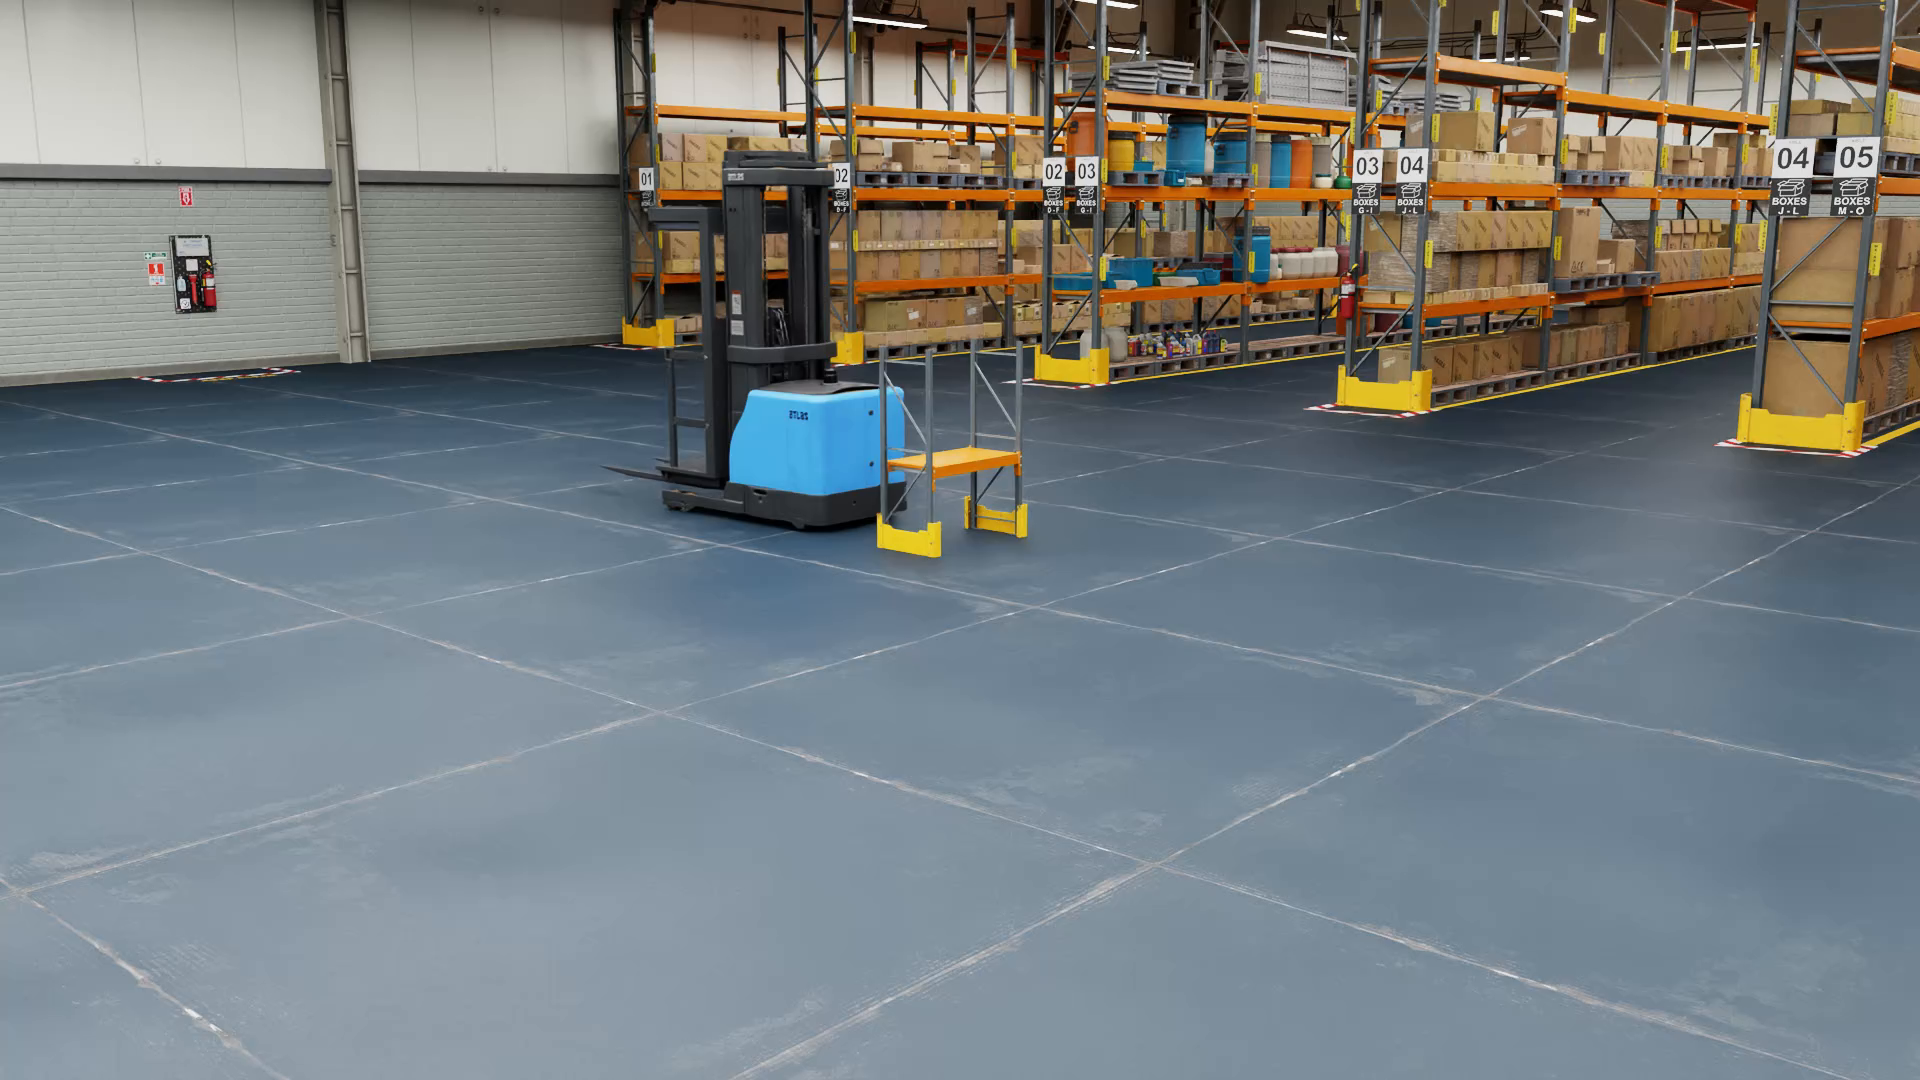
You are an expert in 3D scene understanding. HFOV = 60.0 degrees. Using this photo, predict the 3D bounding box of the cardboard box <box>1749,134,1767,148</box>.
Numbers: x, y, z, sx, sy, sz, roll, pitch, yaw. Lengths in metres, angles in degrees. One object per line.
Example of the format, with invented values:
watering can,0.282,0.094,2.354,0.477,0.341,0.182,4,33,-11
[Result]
cardboard box,14.562,-7.355,30.724,0.500,0.250,0.500,9,15,39

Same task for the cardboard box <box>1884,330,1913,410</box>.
cardboard box,10.581,-2.034,19.591,0.875,0.875,0.875,10,15,41

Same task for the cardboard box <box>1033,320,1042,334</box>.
cardboard box,1.334,-3.984,30.950,0.500,0.250,0.500,10,15,42

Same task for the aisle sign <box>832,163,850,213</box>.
aisle sign,-1.911,-5.662,26.761,0.394,0.787,0.004,10,15,40

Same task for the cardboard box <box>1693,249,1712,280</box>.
cardboard box,12.487,-4.715,28.406,0.500,0.500,0.500,10,15,40

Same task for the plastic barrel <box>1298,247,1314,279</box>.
plastic barrel,5.827,-4.734,28.409,0.433,0.535,0.433,0,11,0

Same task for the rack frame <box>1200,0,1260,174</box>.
rack frame,4.261,-7.325,26.412,1.000,3.000,0.127,10,15,40

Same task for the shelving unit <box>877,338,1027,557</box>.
shelving unit,-0.050,-0.724,12.508,0.587,1.500,1.083,10,15,40

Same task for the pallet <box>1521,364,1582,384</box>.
pallet,8.495,-2.490,24.641,1.003,0.211,1.213,10,15,40

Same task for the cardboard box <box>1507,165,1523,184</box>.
cardboard box,7.192,-4.889,22.253,0.500,0.250,0.500,10,15,40

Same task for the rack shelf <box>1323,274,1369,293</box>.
rack shelf,8.222,-4.914,31.490,1.077,0.370,4.000,10,15,40

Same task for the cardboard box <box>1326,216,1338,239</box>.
cardboard box,8.377,-7.228,38.435,0.500,0.500,0.500,10,15,40

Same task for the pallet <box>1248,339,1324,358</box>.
pallet,5.556,-3.317,28.779,1.003,0.211,1.213,10,15,40

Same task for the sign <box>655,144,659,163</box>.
sign,-5.413,-6.905,29.736,0.100,0.325,0.005,10,15,40

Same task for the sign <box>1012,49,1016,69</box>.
sign,0.944,-8.427,29.137,0.100,0.325,0.005,10,15,40

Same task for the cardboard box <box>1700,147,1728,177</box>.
cardboard box,12.887,-6.559,28.908,0.700,0.500,0.500,10,15,42

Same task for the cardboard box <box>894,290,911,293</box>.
cardboard box,-1.400,-5.422,35.544,0.500,0.250,0.500,10,15,41

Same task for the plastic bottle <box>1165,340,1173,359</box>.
plastic bottle,3.215,-2.936,25.565,0.061,0.283,0.133,10,15,41

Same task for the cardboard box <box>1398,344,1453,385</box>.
cardboard box,6.135,-2.317,21.963,0.500,0.500,0.500,-7,13,-33

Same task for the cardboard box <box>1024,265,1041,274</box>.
cardboard box,1.281,-5.005,30.754,0.380,0.149,0.250,10,15,40

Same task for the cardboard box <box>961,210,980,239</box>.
cardboard box,-0.078,-5.569,29.368,0.700,0.500,0.500,10,15,40

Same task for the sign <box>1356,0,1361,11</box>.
sign,4.938,-6.707,20.527,0.100,0.325,0.005,10,15,40

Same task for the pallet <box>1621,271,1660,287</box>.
pallet,10.232,-4.119,26.165,1.213,0.211,1.003,10,15,40

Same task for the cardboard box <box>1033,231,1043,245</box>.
cardboard box,1.655,-6.869,38.380,0.500,0.500,0.500,10,15,41

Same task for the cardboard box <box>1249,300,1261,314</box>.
cardboard box,6.263,-5.133,36.492,0.500,0.311,0.500,10,15,40

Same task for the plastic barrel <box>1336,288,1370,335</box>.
plastic barrel,7.212,-4.188,30.489,0.600,0.830,0.708,10,15,40

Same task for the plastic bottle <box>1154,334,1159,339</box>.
plastic bottle,3.152,-3.155,26.663,0.061,0.283,0.133,11,15,43

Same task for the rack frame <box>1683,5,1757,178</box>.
rack frame,13.263,-7.862,29.099,1.000,3.000,0.127,10,15,40

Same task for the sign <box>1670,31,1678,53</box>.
sign,11.036,-7.702,25.709,0.100,0.325,0.005,10,15,40

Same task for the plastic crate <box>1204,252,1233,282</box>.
plastic crate,4.351,-4.526,27.548,0.402,0.464,0.583,10,15,40

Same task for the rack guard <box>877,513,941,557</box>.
rack guard,-0.379,-0.038,12.264,0.587,0.250,0.087,10,15,40

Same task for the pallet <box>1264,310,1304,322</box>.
pallet,7.083,-5.115,37.783,1.003,0.211,1.213,10,15,40

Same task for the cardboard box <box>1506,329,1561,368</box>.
cardboard box,8.403,-2.821,24.434,0.700,0.500,0.500,8,14,36

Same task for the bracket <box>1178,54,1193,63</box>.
bracket,5.866,-12.539,43.326,0.235,0.232,0.430,10,15,40

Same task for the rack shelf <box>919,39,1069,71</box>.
rack shelf,0.780,-10.766,36.990,1.077,0.370,4.000,10,15,40

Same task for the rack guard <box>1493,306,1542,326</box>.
rack guard,12.189,-4.928,36.110,1.175,0.500,0.348,10,15,40

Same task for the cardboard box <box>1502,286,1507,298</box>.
cardboard box,7.198,-3.373,22.581,0.380,0.149,0.250,10,15,40

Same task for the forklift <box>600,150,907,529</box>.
forklift,-1.873,-1.738,13.931,3.031,2.935,1.130,10,15,40

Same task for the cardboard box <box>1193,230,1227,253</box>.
cardboard box,5.343,-6.416,35.847,0.700,0.500,0.500,4,12,21

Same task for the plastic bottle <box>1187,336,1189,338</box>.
plastic bottle,3.619,-3.069,26.230,0.061,0.283,0.133,10,15,40

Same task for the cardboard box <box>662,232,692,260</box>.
cardboard box,-5.280,-5.411,30.563,0.500,0.500,0.500,10,15,40

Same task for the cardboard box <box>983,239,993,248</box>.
cardboard box,0.360,-5.288,29.616,0.380,0.149,0.250,9,15,39

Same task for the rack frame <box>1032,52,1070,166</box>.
rack frame,2.100,-9.783,38.718,1.000,3.000,0.127,10,15,40

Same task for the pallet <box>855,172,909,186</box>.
pallet,-1.611,-5.964,27.482,1.003,0.211,1.213,10,15,40

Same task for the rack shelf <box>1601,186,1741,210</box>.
rack shelf,11.942,-5.744,27.990,1.077,0.370,4.000,10,15,40

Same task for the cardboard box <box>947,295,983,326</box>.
cardboard box,0.062,-4.081,29.520,0.500,0.500,0.500,10,15,40

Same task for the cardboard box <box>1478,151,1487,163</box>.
cardboard box,6.581,-4.945,21.518,0.380,0.149,0.250,9,14,38

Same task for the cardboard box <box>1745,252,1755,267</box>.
cardboard box,14.102,-5.100,30.212,0.500,0.250,0.500,10,15,40

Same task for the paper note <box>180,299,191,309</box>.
paper note,-11.798,-3.600,25.327,0.016,0.148,0.142,10,15,40

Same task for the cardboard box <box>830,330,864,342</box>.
cardboard box,-1.966,-3.411,28.077,0.500,0.250,0.500,10,15,40

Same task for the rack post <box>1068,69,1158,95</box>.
rack post,2.215,-6.587,23.989,0.954,0.300,0.937,-10,15,-41

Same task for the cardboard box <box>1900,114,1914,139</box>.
cardboard box,9.846,-4.409,17.767,0.500,0.250,0.500,10,15,40

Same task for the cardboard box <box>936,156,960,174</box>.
cardboard box,-0.344,-6.607,29.271,0.500,0.311,0.500,9,14,37

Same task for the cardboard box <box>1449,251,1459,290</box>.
cardboard box,5.965,-3.516,21.642,0.875,0.500,0.500,10,15,40

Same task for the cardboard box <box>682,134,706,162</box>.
cardboard box,-5.015,-7.189,30.526,0.500,0.500,0.500,10,15,40

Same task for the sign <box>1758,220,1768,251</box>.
sign,8.602,-3.255,17.787,0.100,0.325,0.005,10,15,40
